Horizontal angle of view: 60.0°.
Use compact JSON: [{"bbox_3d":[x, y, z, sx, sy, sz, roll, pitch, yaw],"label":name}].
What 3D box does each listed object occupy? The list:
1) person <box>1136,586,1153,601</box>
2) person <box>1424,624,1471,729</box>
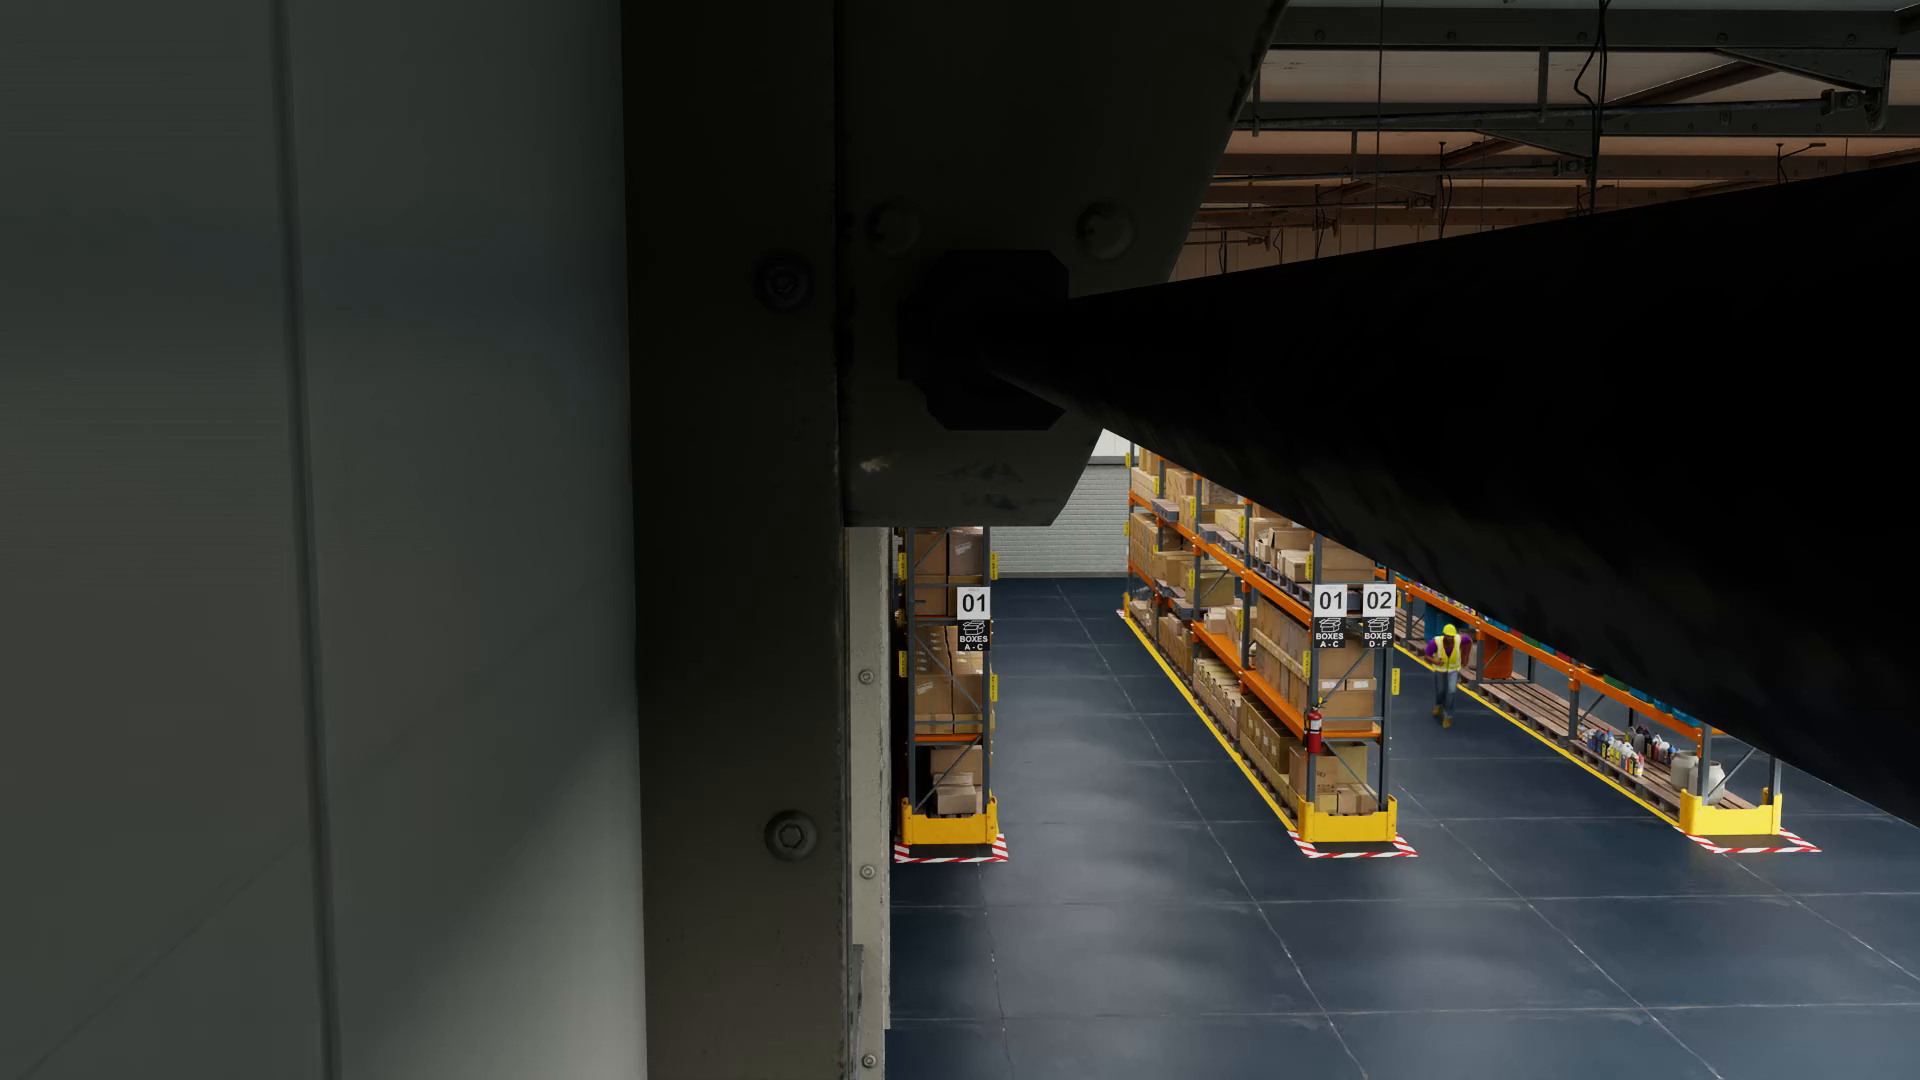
[{"bbox_3d":[4.302,0.730,37.521,0.520,1.658,0.591,-1,7,-10],"label":"person"},{"bbox_3d":[7.764,2.134,26.593,0.727,1.716,1.037,1,7,9],"label":"person"}]
